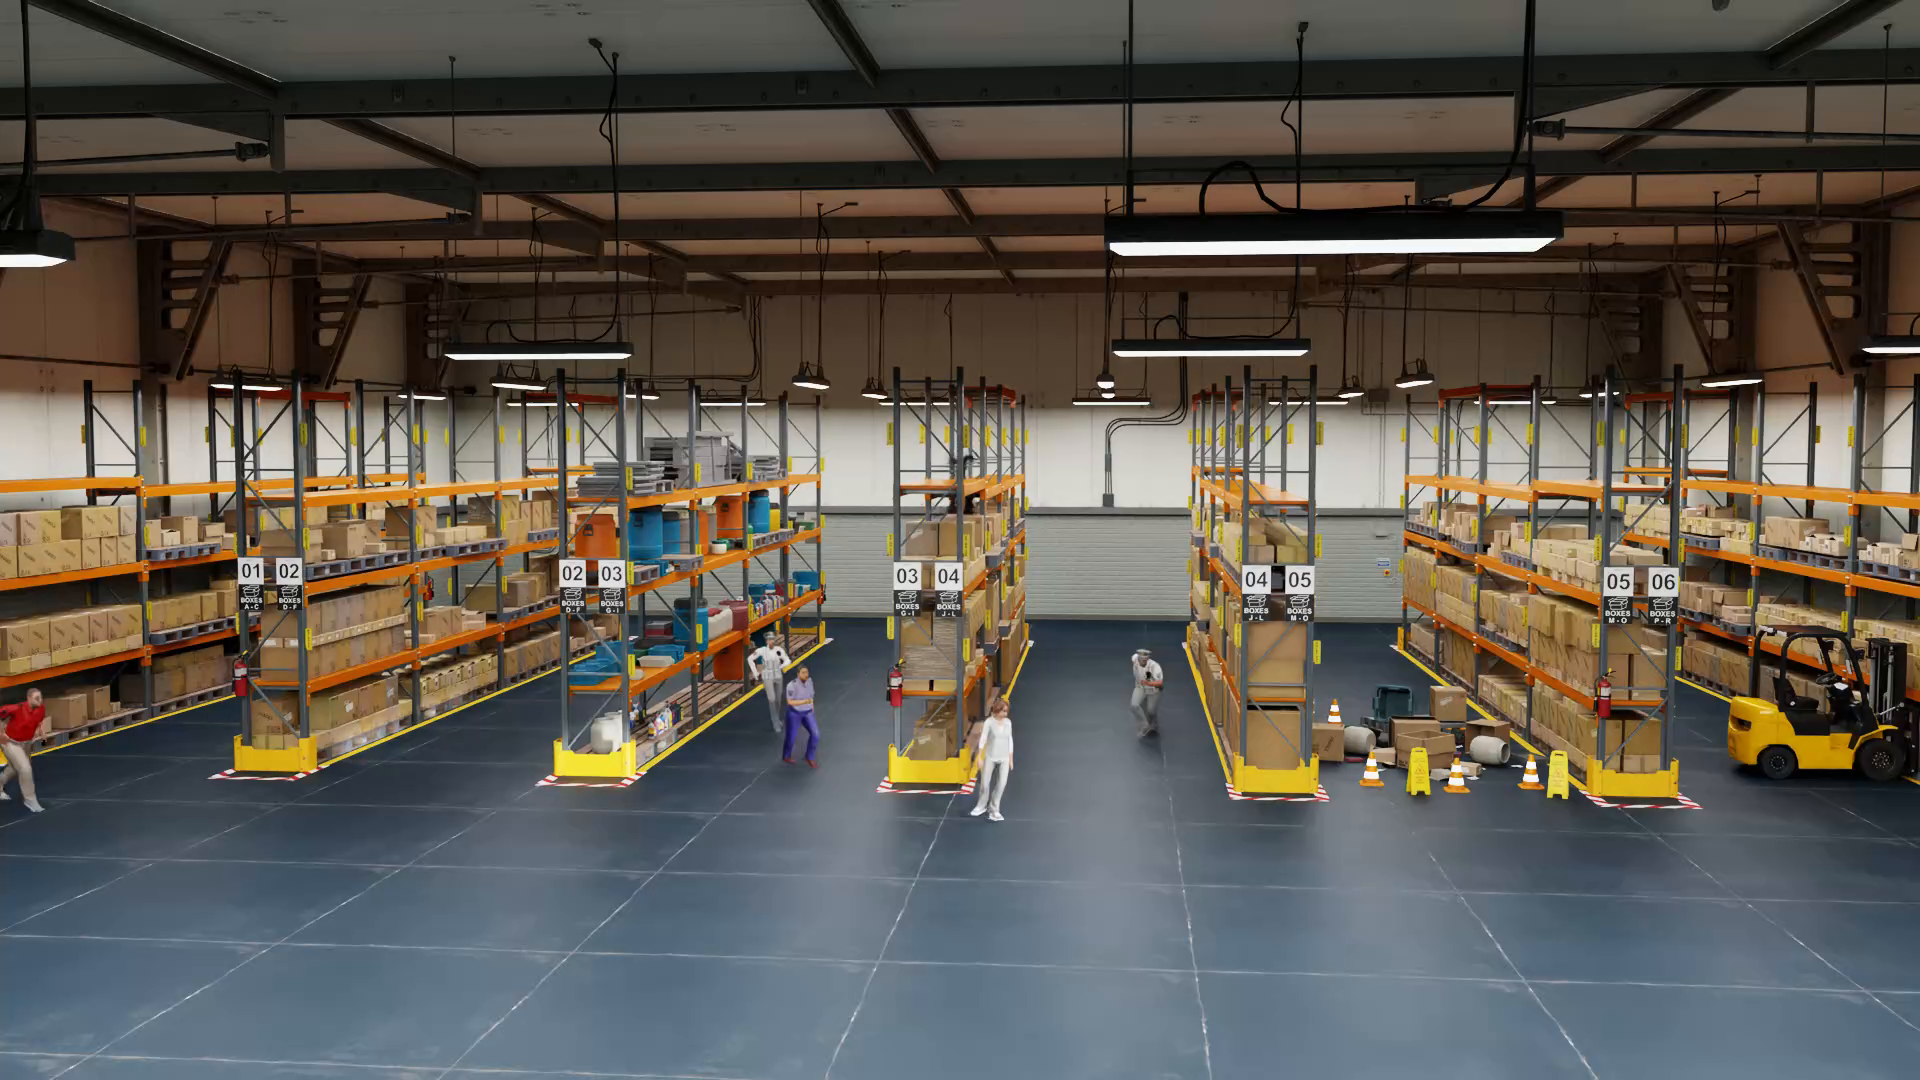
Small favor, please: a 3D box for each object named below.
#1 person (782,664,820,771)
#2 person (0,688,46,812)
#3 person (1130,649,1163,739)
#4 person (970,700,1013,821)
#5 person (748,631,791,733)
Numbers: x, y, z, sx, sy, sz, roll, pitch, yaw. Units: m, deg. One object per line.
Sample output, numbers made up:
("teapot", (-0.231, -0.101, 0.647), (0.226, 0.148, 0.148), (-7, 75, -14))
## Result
("person", (-2.419, 2.659, 25.002), (0.531, 1.587, 0.926), (-2, 4, -30))
("person", (-12.742, 2.822, 22.359), (1.006, 1.701, 0.690), (1, 4, 21))
("person", (3.141, 2.544, 27.751), (0.654, 1.539, 1.157), (2, 4, 24))
("person", (0.420, 2.865, 21.674), (0.538, 1.583, 0.432), (-1, 4, -19))
("person", (-3.237, 2.412, 28.377), (0.713, 1.740, 0.697), (-1, 4, -22))
